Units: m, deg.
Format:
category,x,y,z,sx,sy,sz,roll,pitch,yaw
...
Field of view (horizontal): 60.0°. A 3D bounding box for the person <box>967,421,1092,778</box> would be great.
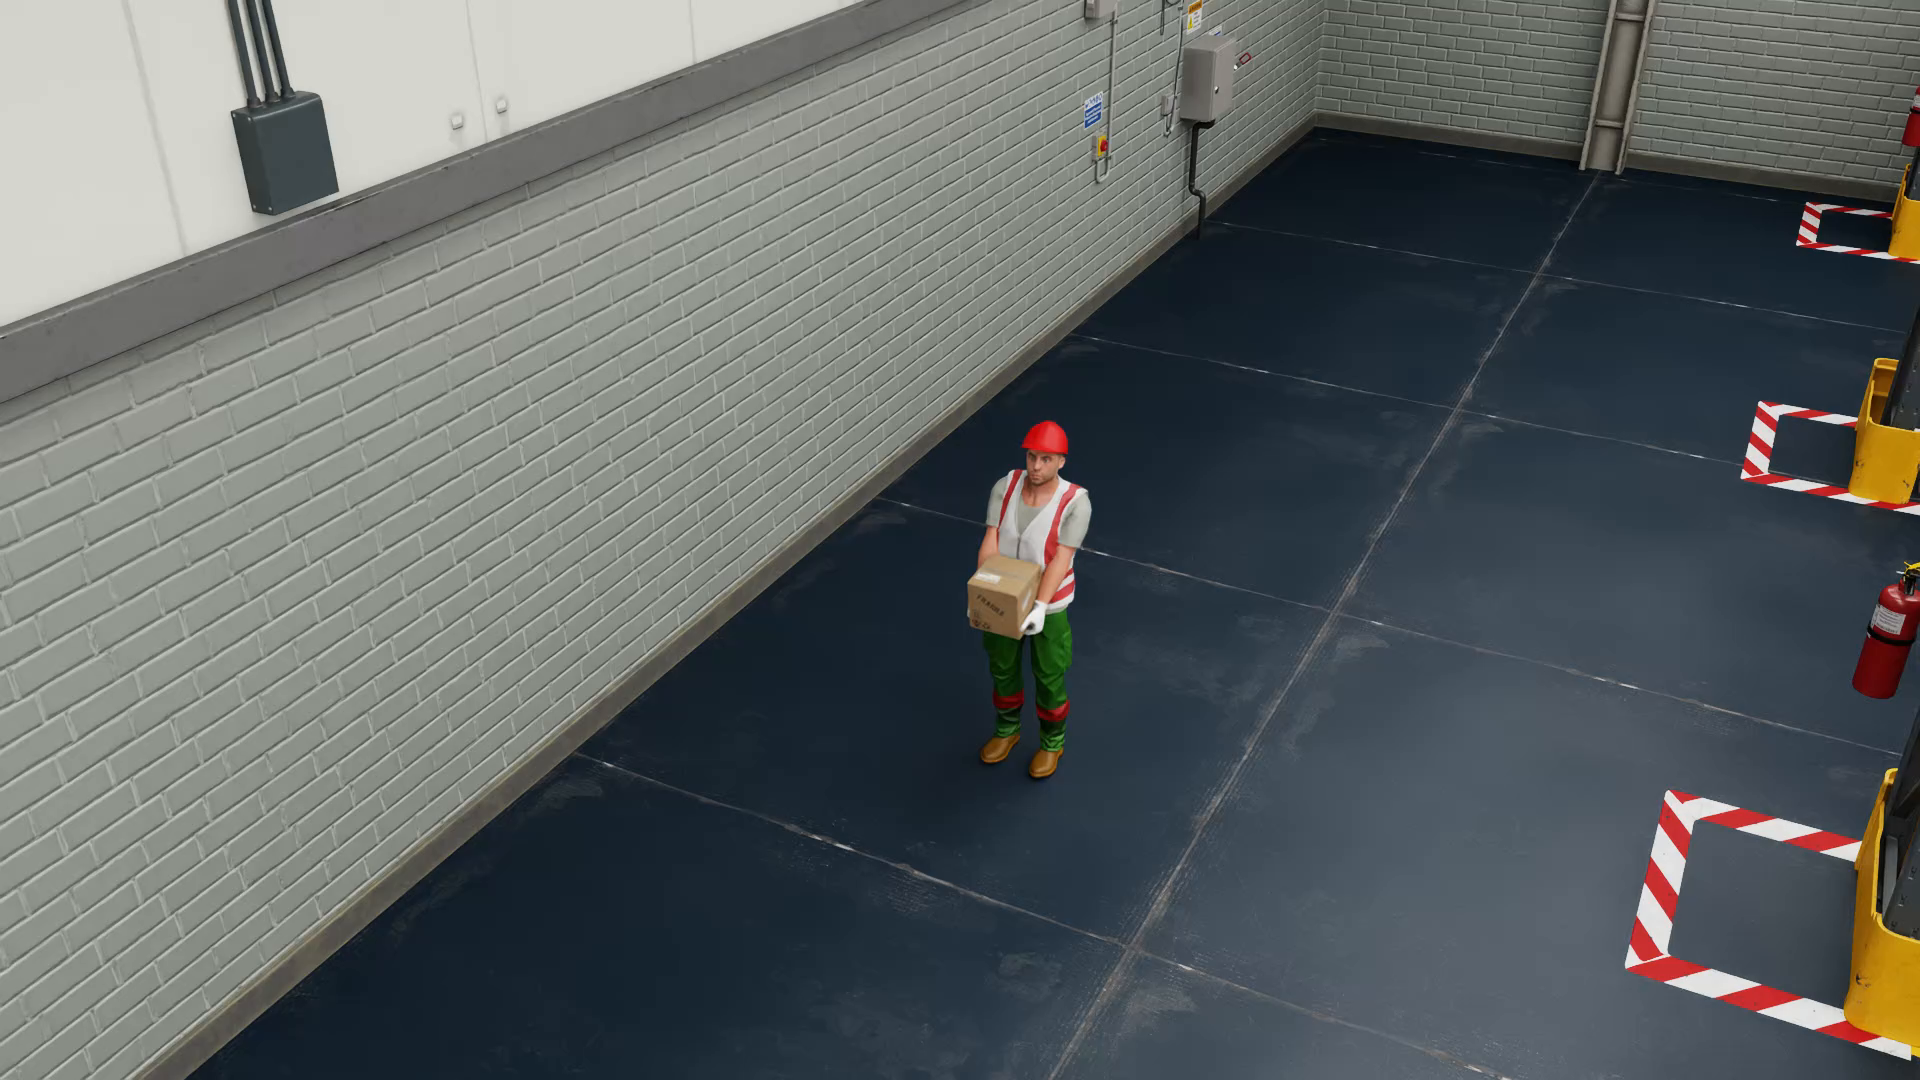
category,x,y,z,sx,sy,sz,roll,pitch,yaw
person,0.298,0.326,7.708,0.494,1.782,0.573,14,33,24
